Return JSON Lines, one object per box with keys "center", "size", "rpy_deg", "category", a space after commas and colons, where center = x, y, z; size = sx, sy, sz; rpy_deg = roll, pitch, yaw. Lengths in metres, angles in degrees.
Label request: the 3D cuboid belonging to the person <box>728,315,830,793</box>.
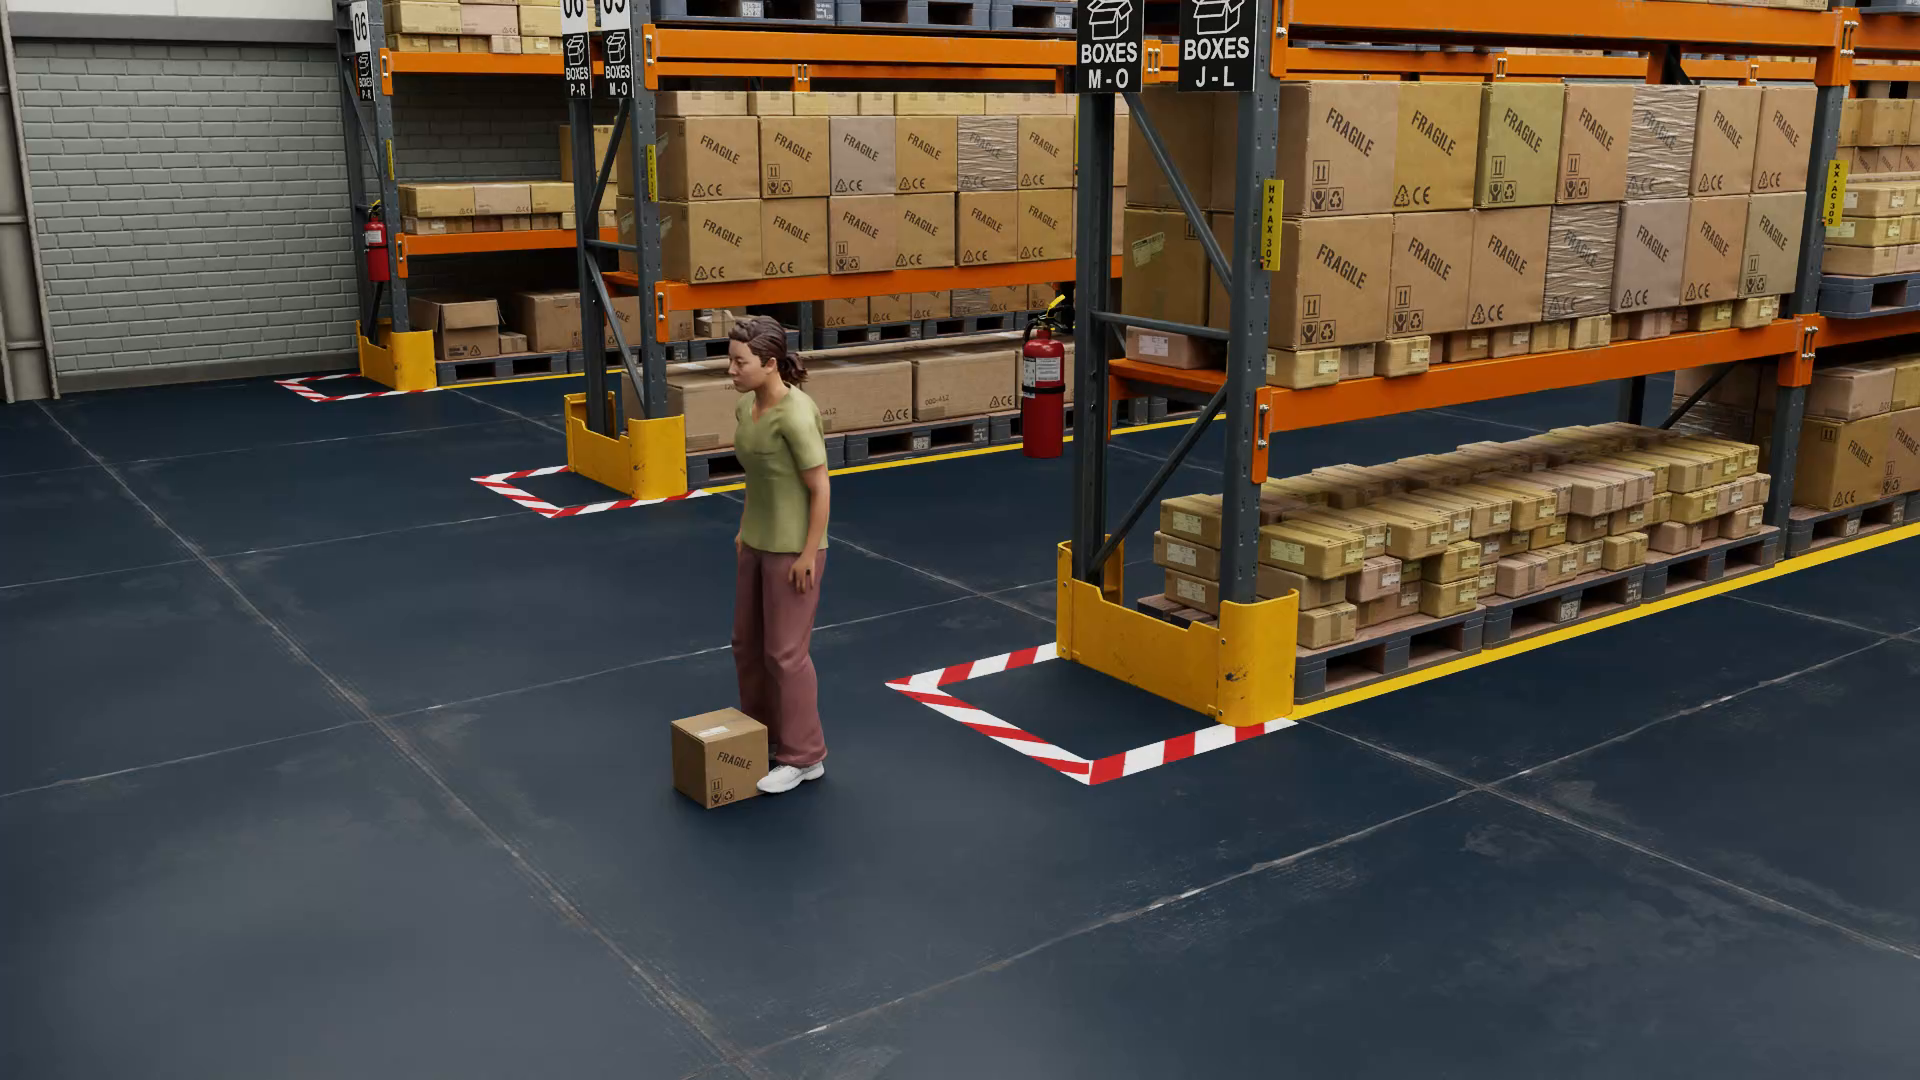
{"center": [-0.654, 0.041, 5.857], "size": [0.359, 1.672, 0.496], "rpy_deg": [-11, 18, -35], "category": "person"}
